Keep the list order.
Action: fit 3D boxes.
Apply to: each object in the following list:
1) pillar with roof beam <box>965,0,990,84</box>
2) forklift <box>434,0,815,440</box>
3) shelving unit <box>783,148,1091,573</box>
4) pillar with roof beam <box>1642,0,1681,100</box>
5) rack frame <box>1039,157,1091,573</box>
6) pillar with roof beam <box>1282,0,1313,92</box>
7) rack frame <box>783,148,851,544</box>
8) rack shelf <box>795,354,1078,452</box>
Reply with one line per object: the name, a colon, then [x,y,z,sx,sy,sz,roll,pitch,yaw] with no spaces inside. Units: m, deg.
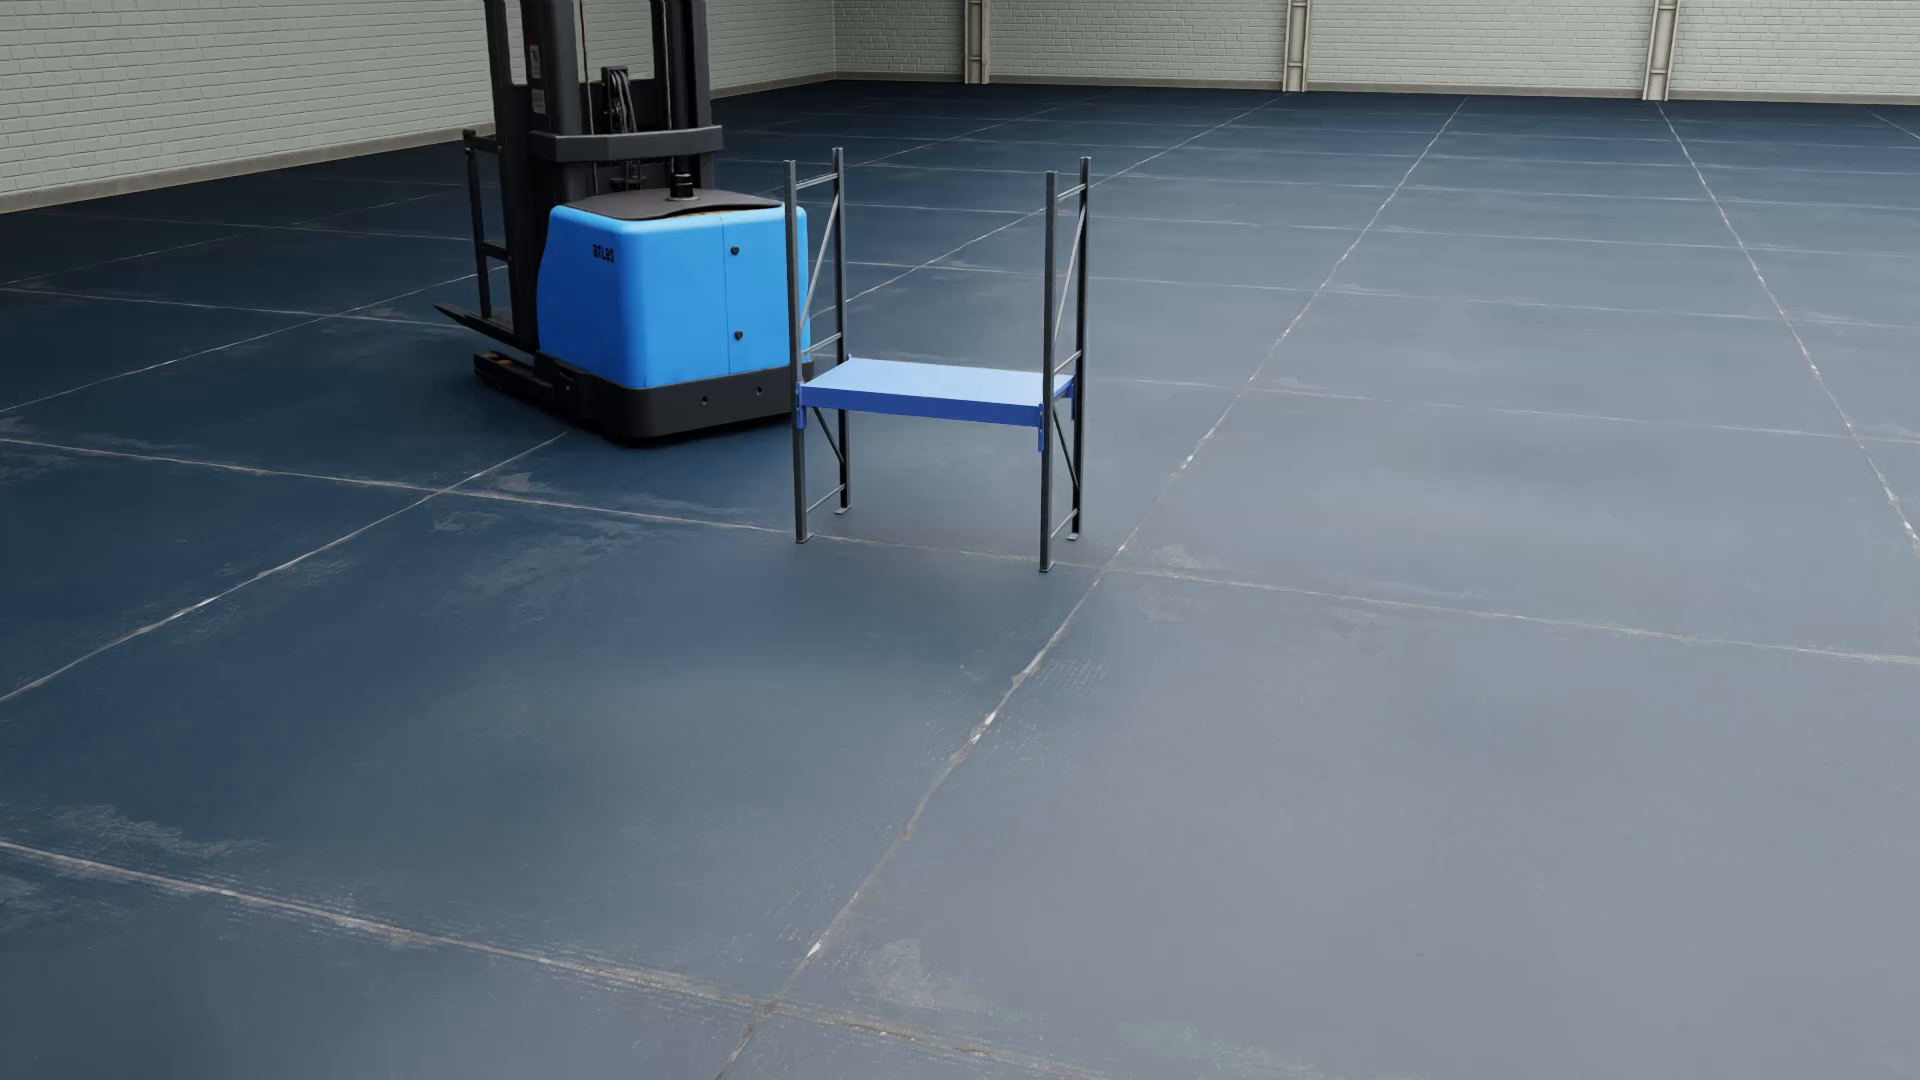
pillar with roof beam: [-1.090,-11.603,26.307,0.400,9.000,9.100,7,20,18]
forklift: [-2.027,-2.285,8.794,1.130,2.935,3.031,-14,24,-35]
shelving unit: [-0.081,-0.717,6.472,1.048,1.500,0.538,7,20,18]
pillar with roof beam: [10.245,-10.307,22.589,0.400,9.000,9.100,7,20,18]
rack frame: [0.400,-0.663,6.314,0.032,1.500,0.500,7,20,18]
pillar with roof beam: [4.578,-10.955,24.448,0.400,9.000,9.100,7,20,18]
rack frame: [-0.561,-0.772,6.629,0.032,1.500,0.500,7,20,18]
rack shelf: [-0.081,-0.548,6.531,1.000,0.185,0.538,7,20,18]
